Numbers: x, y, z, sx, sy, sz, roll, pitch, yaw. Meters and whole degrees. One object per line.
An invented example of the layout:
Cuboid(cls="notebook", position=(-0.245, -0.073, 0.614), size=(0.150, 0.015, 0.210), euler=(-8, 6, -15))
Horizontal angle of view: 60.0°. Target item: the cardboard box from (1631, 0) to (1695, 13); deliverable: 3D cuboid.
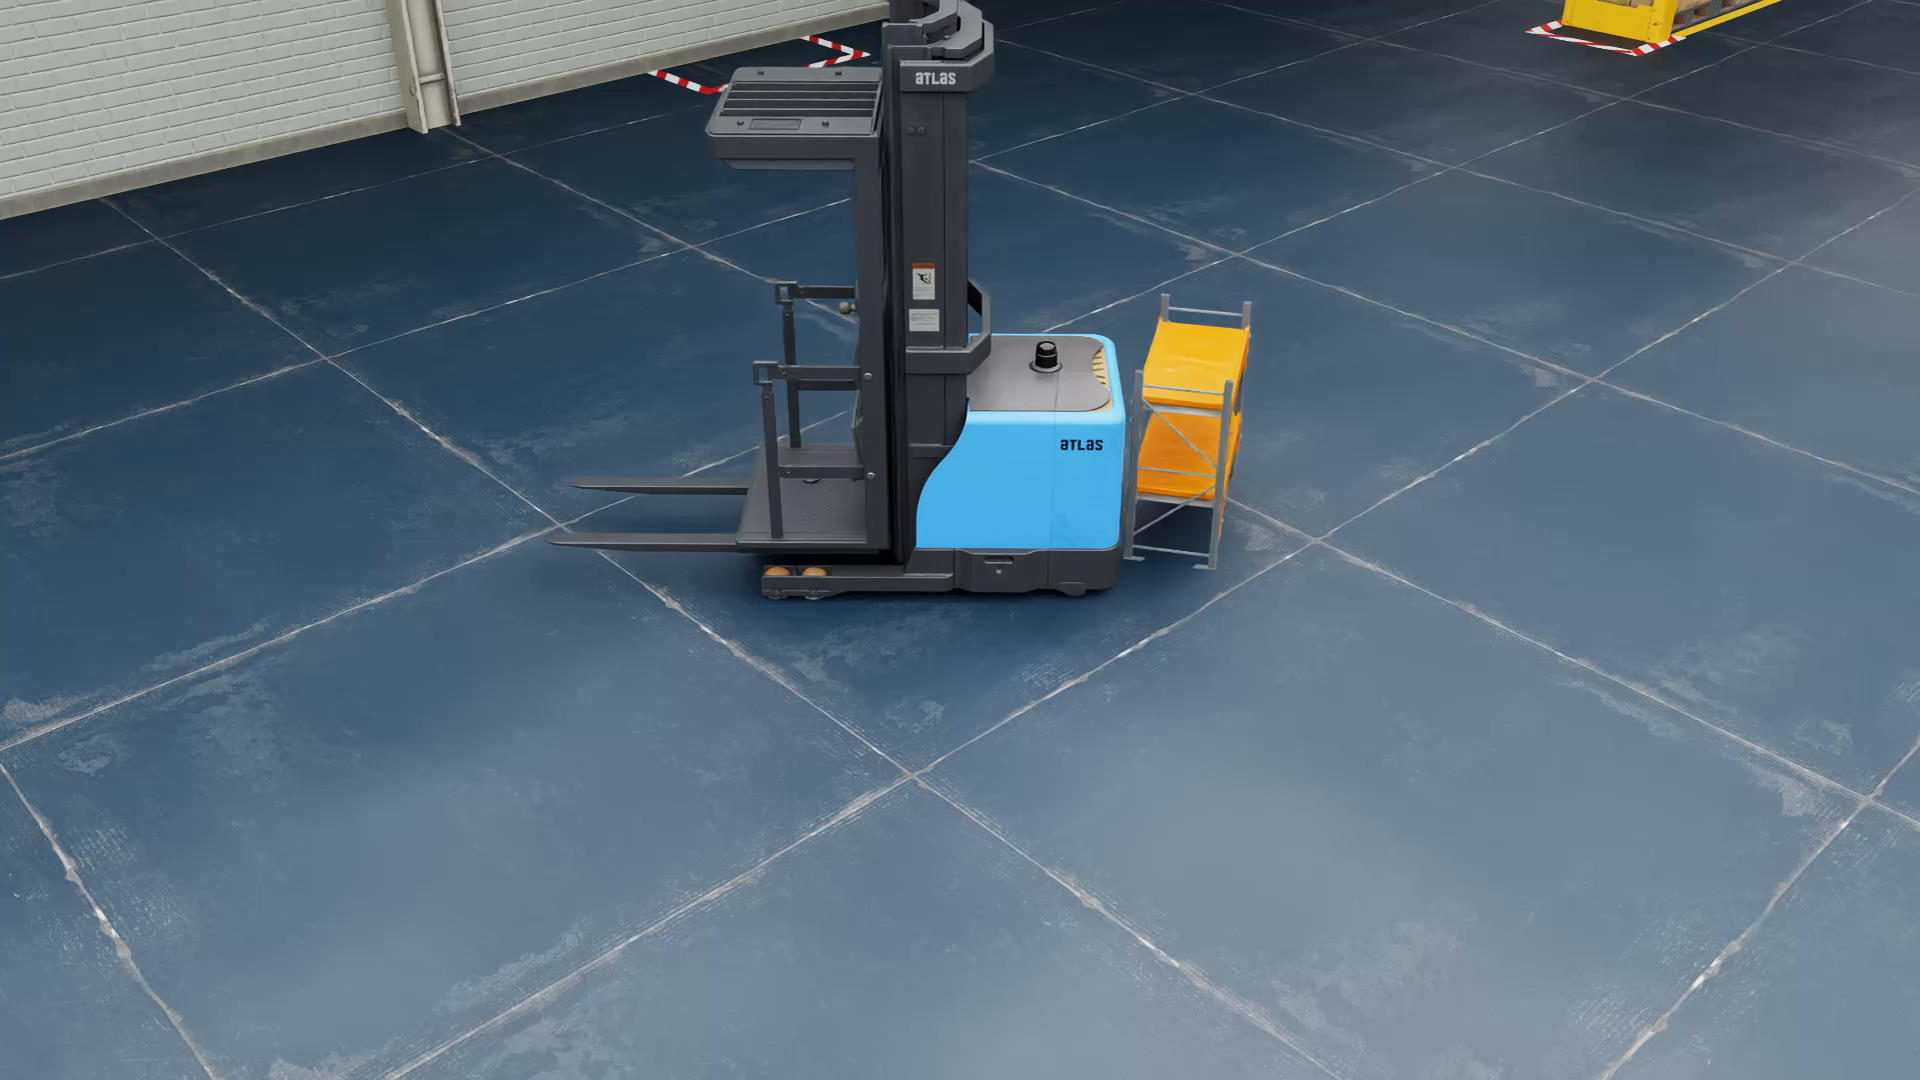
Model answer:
Cuboid(cls="cardboard box", position=(7.852, -6.070, 18.534), size=(0.500, 0.250, 0.500), euler=(-26, 40, -35))

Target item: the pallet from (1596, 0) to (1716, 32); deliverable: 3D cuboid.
Cuboid(cls="pallet", position=(7.840, -6.056, 18.951), size=(1.213, 0.211, 1.003), euler=(-26, 40, -35))

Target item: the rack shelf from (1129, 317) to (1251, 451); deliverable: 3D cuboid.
Cuboid(cls="rack shelf", position=(1.259, -0.862, 9.020), size=(0.538, 0.278, 1.000), euler=(7, 32, 12))

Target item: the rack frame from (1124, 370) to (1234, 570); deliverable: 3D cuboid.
Cuboid(cls="rack frame", position=(1.140, -0.354, 8.751), size=(0.500, 1.125, 0.032), euler=(7, 32, 12))

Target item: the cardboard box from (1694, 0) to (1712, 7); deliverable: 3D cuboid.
Cuboid(cls="cardboard box", position=(8.216, -6.248, 18.826), size=(0.500, 0.250, 0.500), euler=(-26, 40, -35))

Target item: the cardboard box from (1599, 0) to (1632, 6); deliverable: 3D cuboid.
Cuboid(cls="cardboard box", position=(7.500, -6.268, 18.858), size=(0.500, 0.250, 0.500), euler=(-26, 40, -35))

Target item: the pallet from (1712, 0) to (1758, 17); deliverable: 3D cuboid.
Cuboid(cls="pallet", position=(8.734, -6.487, 19.655), size=(1.213, 0.211, 1.003), euler=(-26, 40, -35))

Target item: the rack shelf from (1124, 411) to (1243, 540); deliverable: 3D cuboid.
Cuboid(cls="rack shelf", position=(1.259, -0.403, 9.300), size=(0.538, 0.278, 1.000), euler=(7, 32, 12))

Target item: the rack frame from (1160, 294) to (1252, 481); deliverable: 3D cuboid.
Cuboid(cls="rack frame", position=(1.378, -0.870, 9.594), size=(0.500, 1.125, 0.032), euler=(7, 32, 12))

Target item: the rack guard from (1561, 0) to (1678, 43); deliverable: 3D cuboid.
Cuboid(cls="rack guard", position=(7.290, -5.883, 18.392), size=(0.348, 0.500, 1.175), euler=(-26, 40, -35))

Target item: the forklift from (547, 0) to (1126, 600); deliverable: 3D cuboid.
Cuboid(cls="forklift", position=(-0.672, -1.213, 8.425), size=(3.031, 2.935, 1.130), euler=(0, 31, 1))

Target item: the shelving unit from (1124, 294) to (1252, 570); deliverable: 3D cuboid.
Cuboid(cls="shelving unit", position=(1.259, -0.612, 9.172), size=(0.538, 1.125, 1.048), euler=(7, 32, 12))

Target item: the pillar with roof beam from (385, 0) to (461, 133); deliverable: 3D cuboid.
Cuboid(cls="pillar with roof beam", position=(-2.010, -6.087, 10.579), size=(0.400, 9.000, 9.100), euler=(-26, 40, -35))
